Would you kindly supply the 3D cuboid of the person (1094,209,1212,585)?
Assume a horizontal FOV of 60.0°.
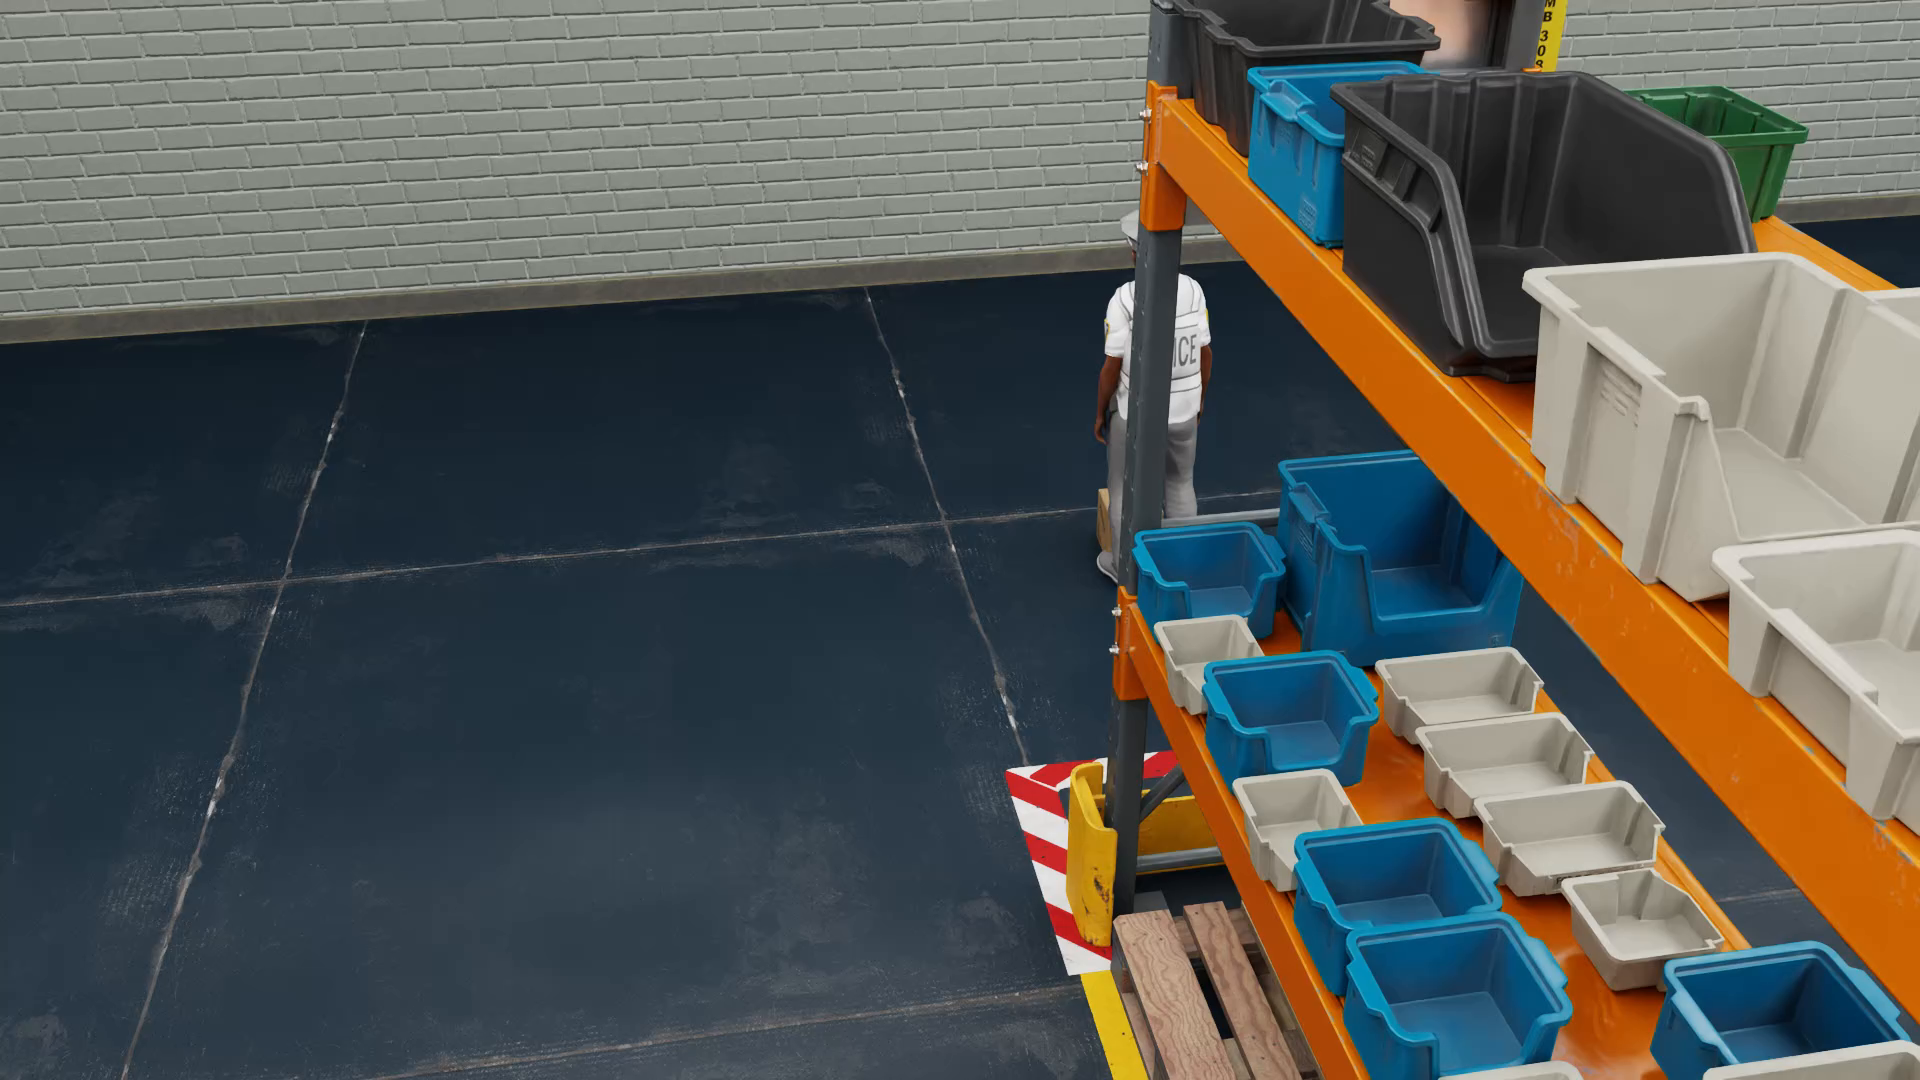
[{"bbox_3d":[0.825,-0.557,7.065,0.531,1.658,0.397,-7,32,-12],"label":"person"}]
